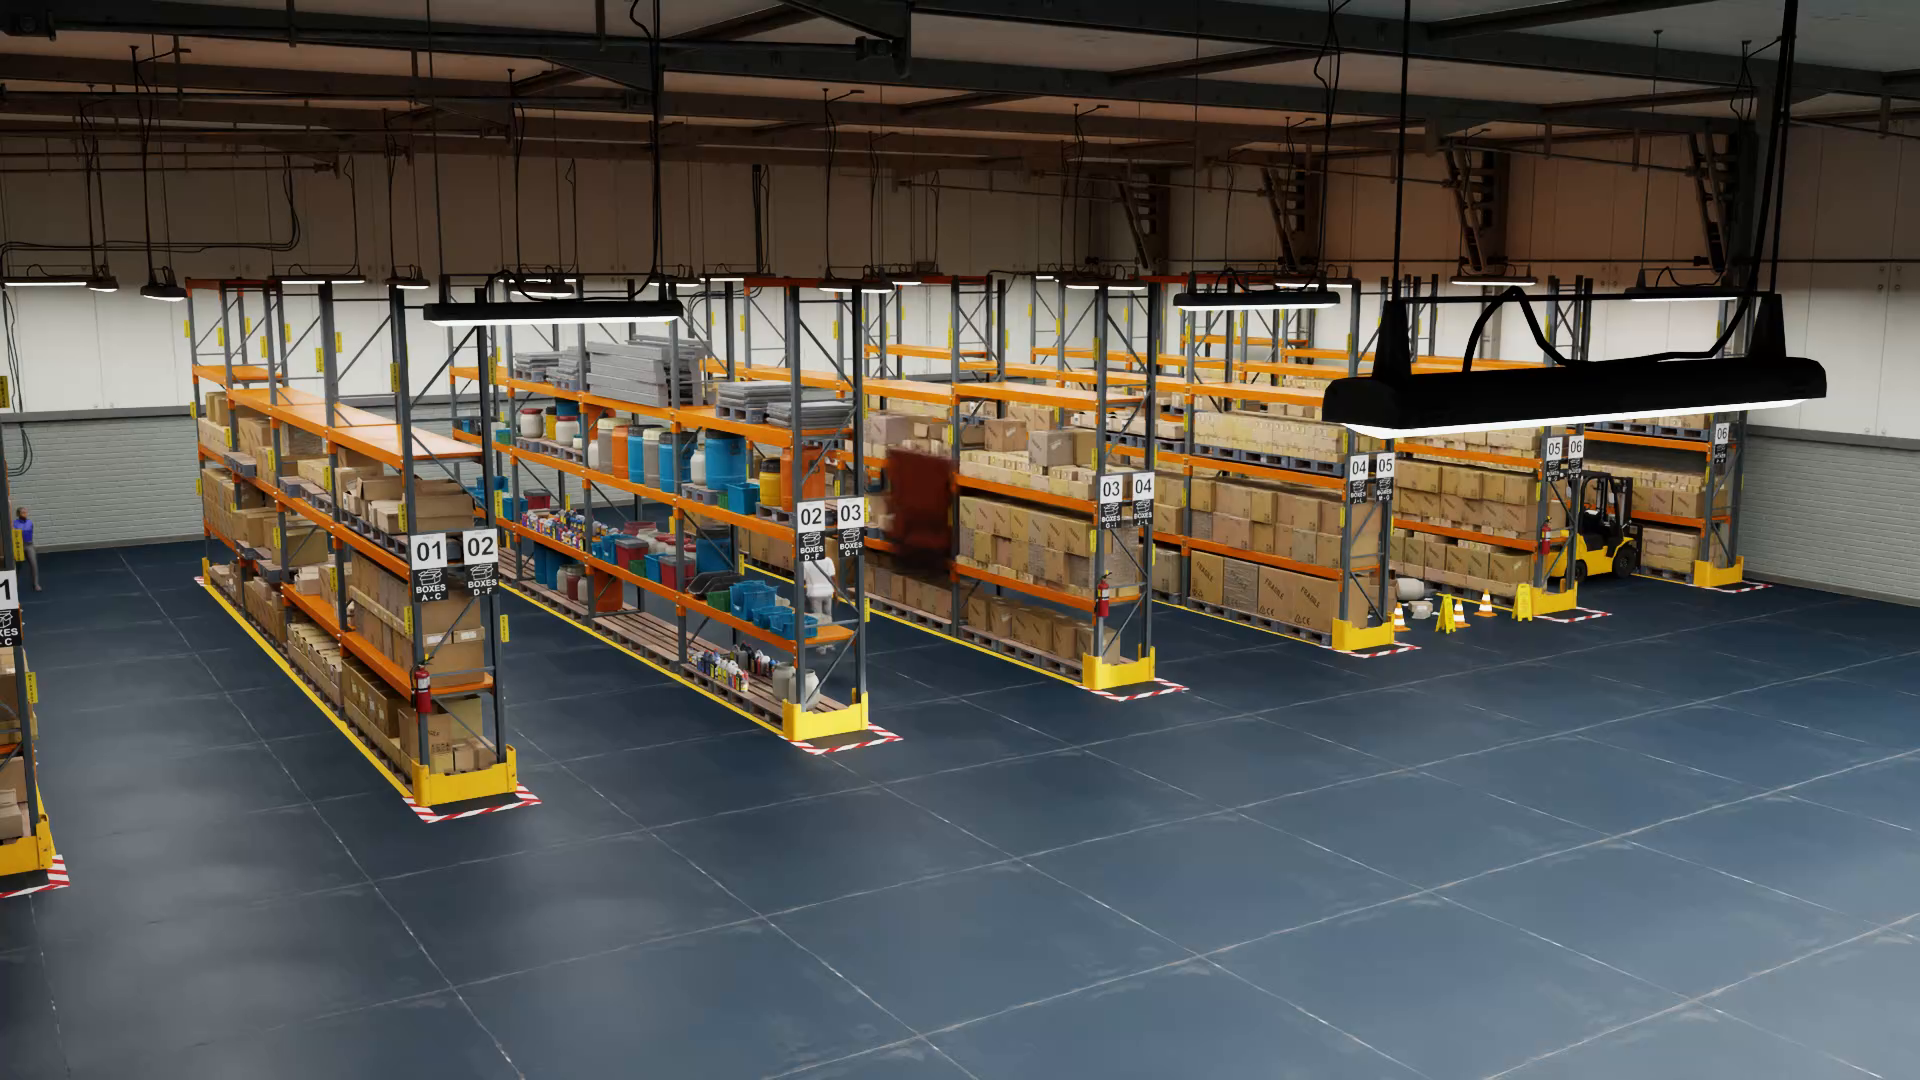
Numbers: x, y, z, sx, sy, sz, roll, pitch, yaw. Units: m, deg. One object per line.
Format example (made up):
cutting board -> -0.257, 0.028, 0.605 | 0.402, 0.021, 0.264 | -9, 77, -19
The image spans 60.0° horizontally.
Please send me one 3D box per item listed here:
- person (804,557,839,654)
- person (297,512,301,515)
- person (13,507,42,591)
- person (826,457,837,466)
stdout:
person -> -2.200, 0.891, 25.725 | 0.571, 1.803, 0.551 | -3, 10, -19
person -> -13.656, -0.394, 34.948 | 0.619, 1.721, 1.050 | -7, 12, -36
person -> -18.082, 0.157, 32.103 | 0.421, 1.605, 0.984 | -9, 13, -42
person -> -3.221, -1.467, 41.968 | 0.426, 1.534, 1.008 | 0, 10, 3
